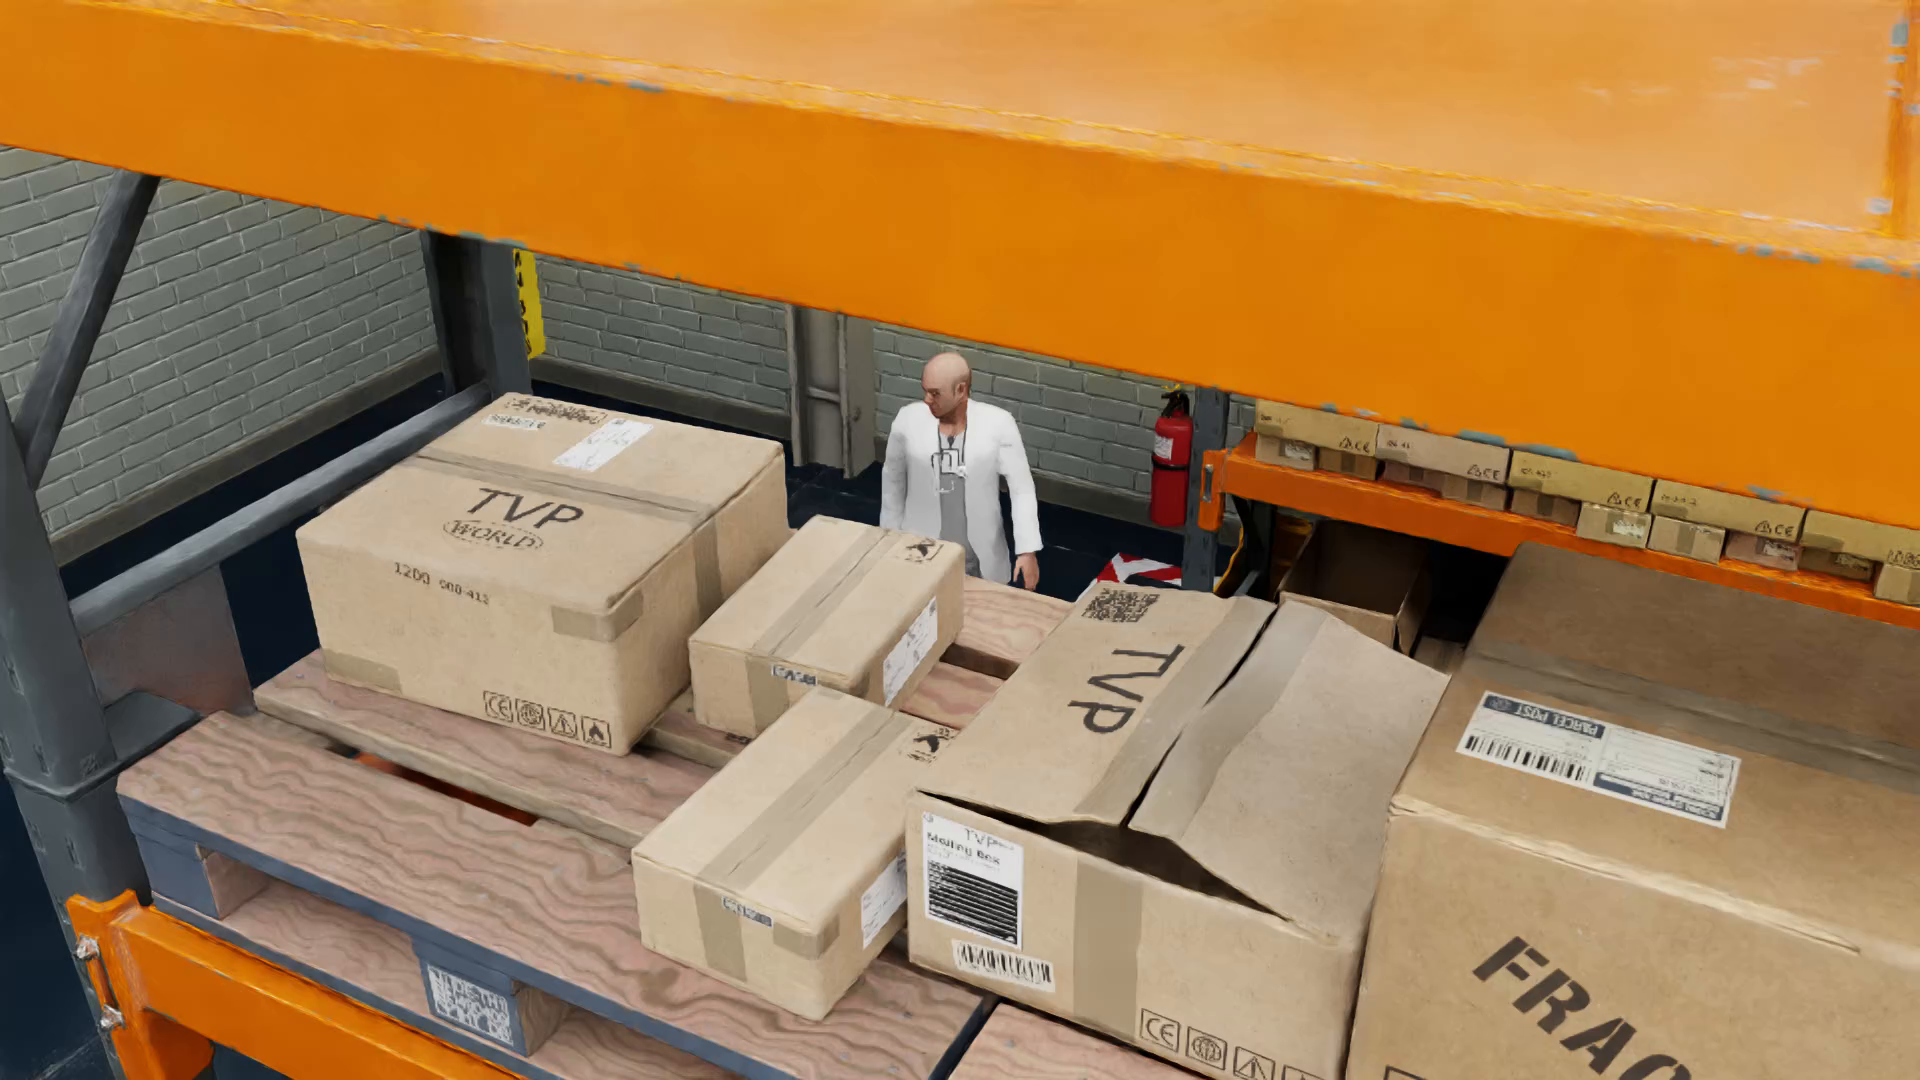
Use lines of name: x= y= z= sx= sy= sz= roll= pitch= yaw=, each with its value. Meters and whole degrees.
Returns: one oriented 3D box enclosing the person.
person: x=-0.002 y=0.040 z=7.098 sx=0.676 sy=1.834 sz=0.553 roll=-2 pitch=30 yaw=-3
